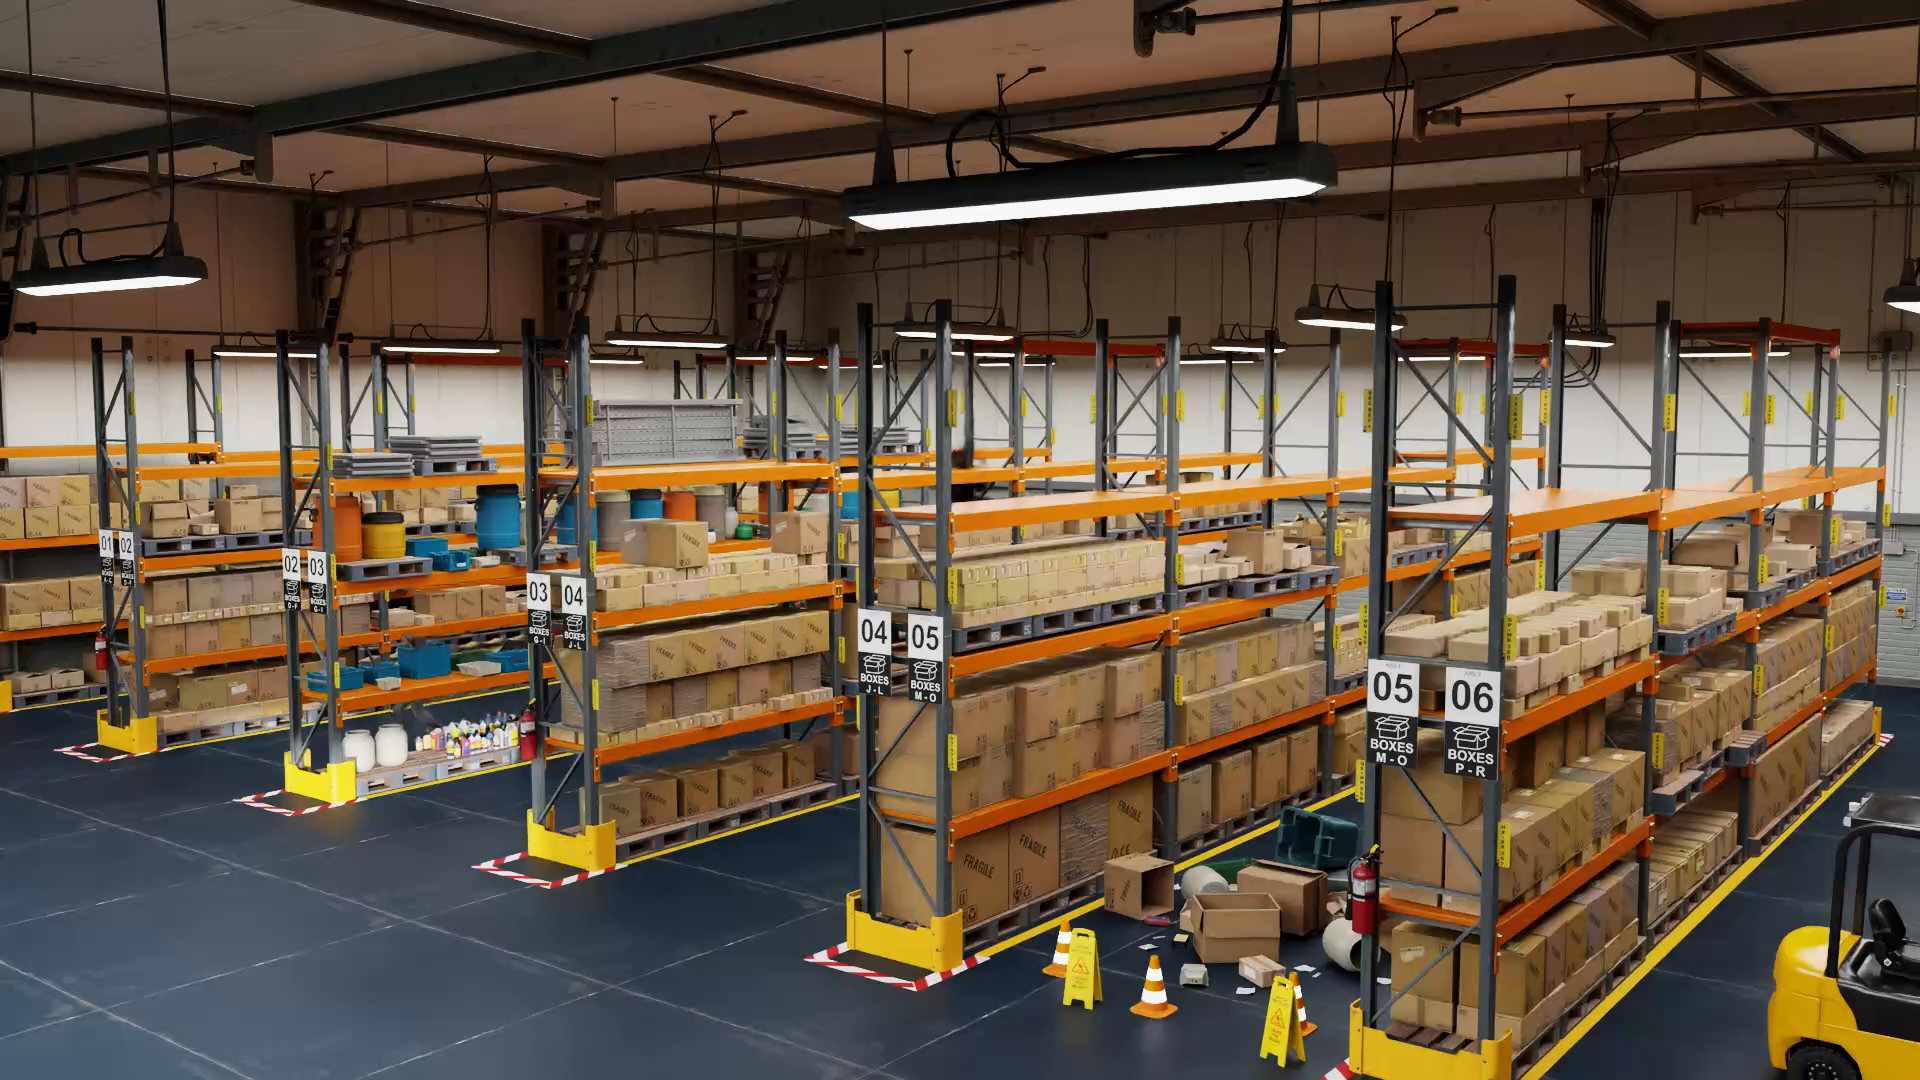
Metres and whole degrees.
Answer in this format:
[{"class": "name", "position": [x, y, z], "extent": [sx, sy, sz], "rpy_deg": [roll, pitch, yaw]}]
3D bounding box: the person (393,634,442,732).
[{"class": "person", "position": [-8.031, 2.216, 24.500], "extent": [0.588, 1.701, 0.786], "rpy_deg": [5, 7, 44]}]
